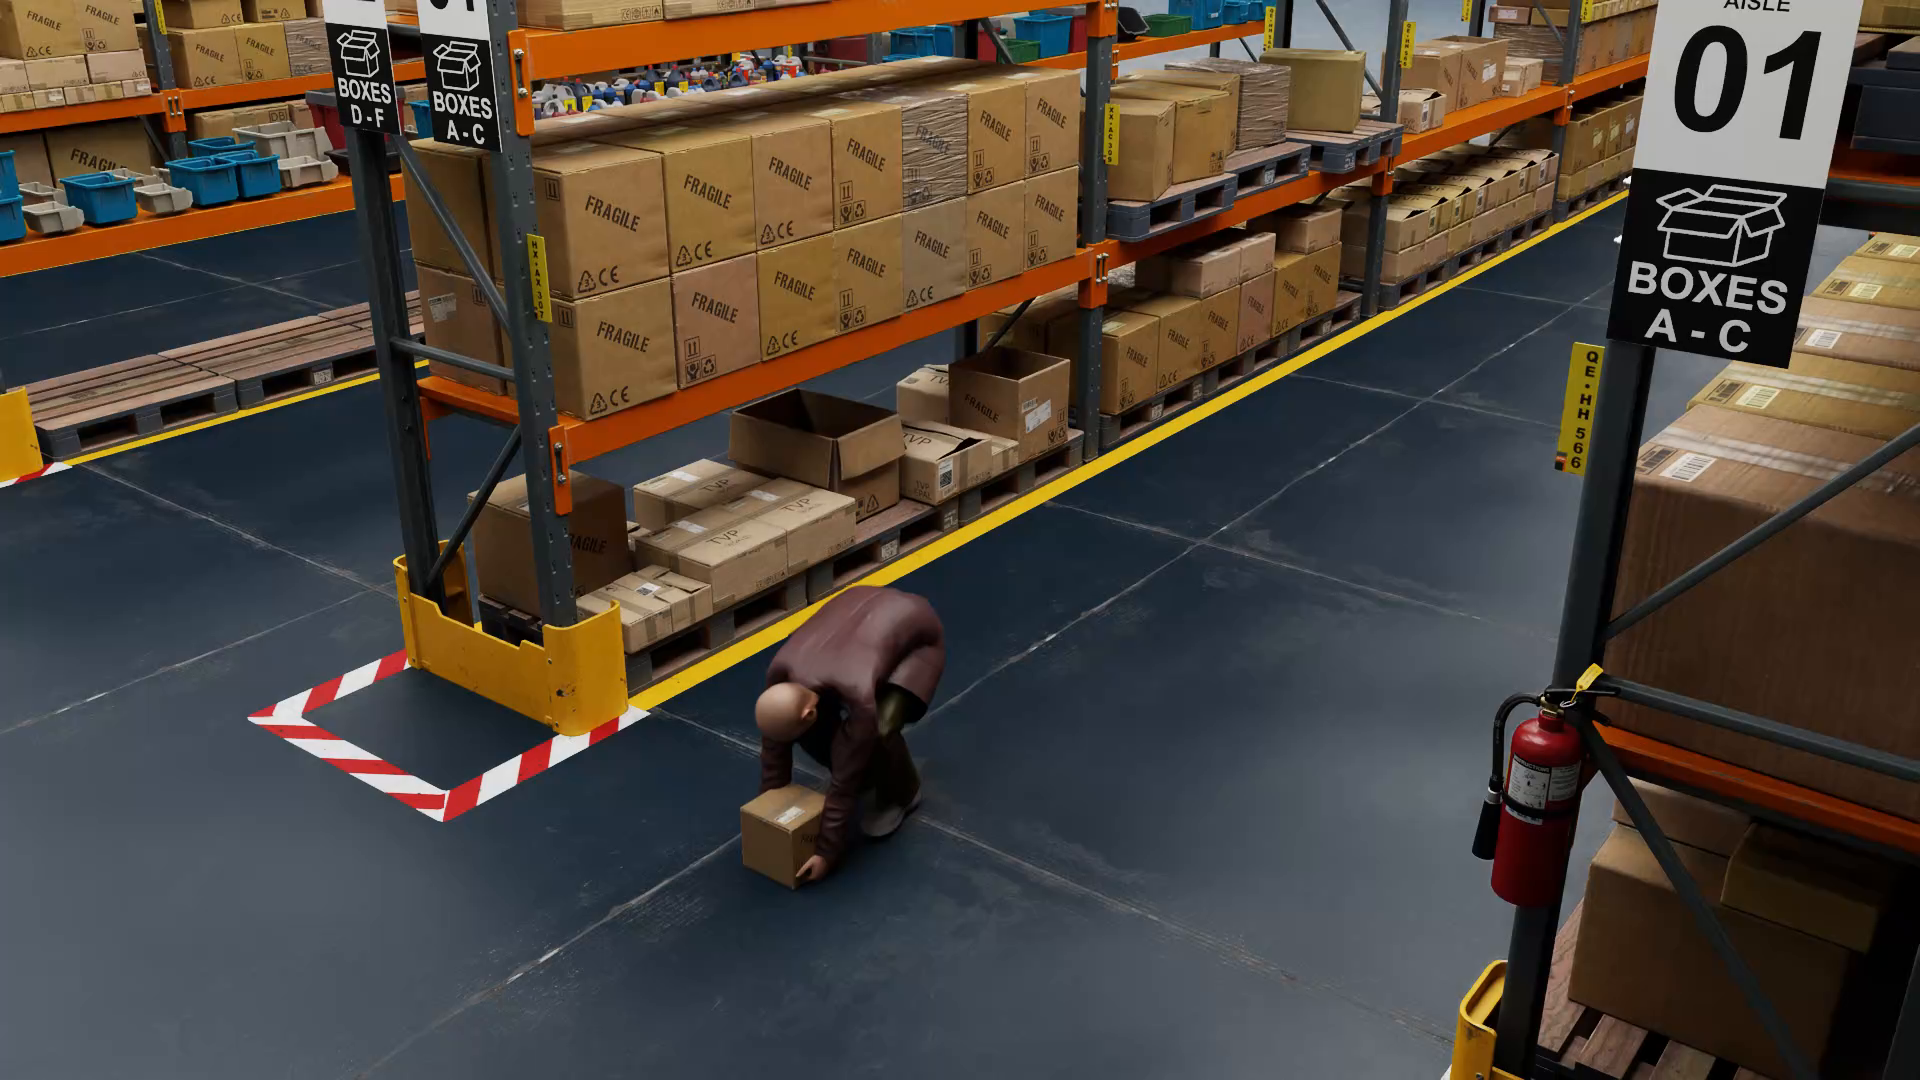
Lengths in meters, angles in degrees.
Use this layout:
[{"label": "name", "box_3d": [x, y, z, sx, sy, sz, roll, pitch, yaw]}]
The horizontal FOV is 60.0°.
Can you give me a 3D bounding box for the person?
[{"label": "person", "box_3d": [-0.422, 0.676, 6.182, 0.586, 0.909, 0.951, 15, 28, 32]}]
